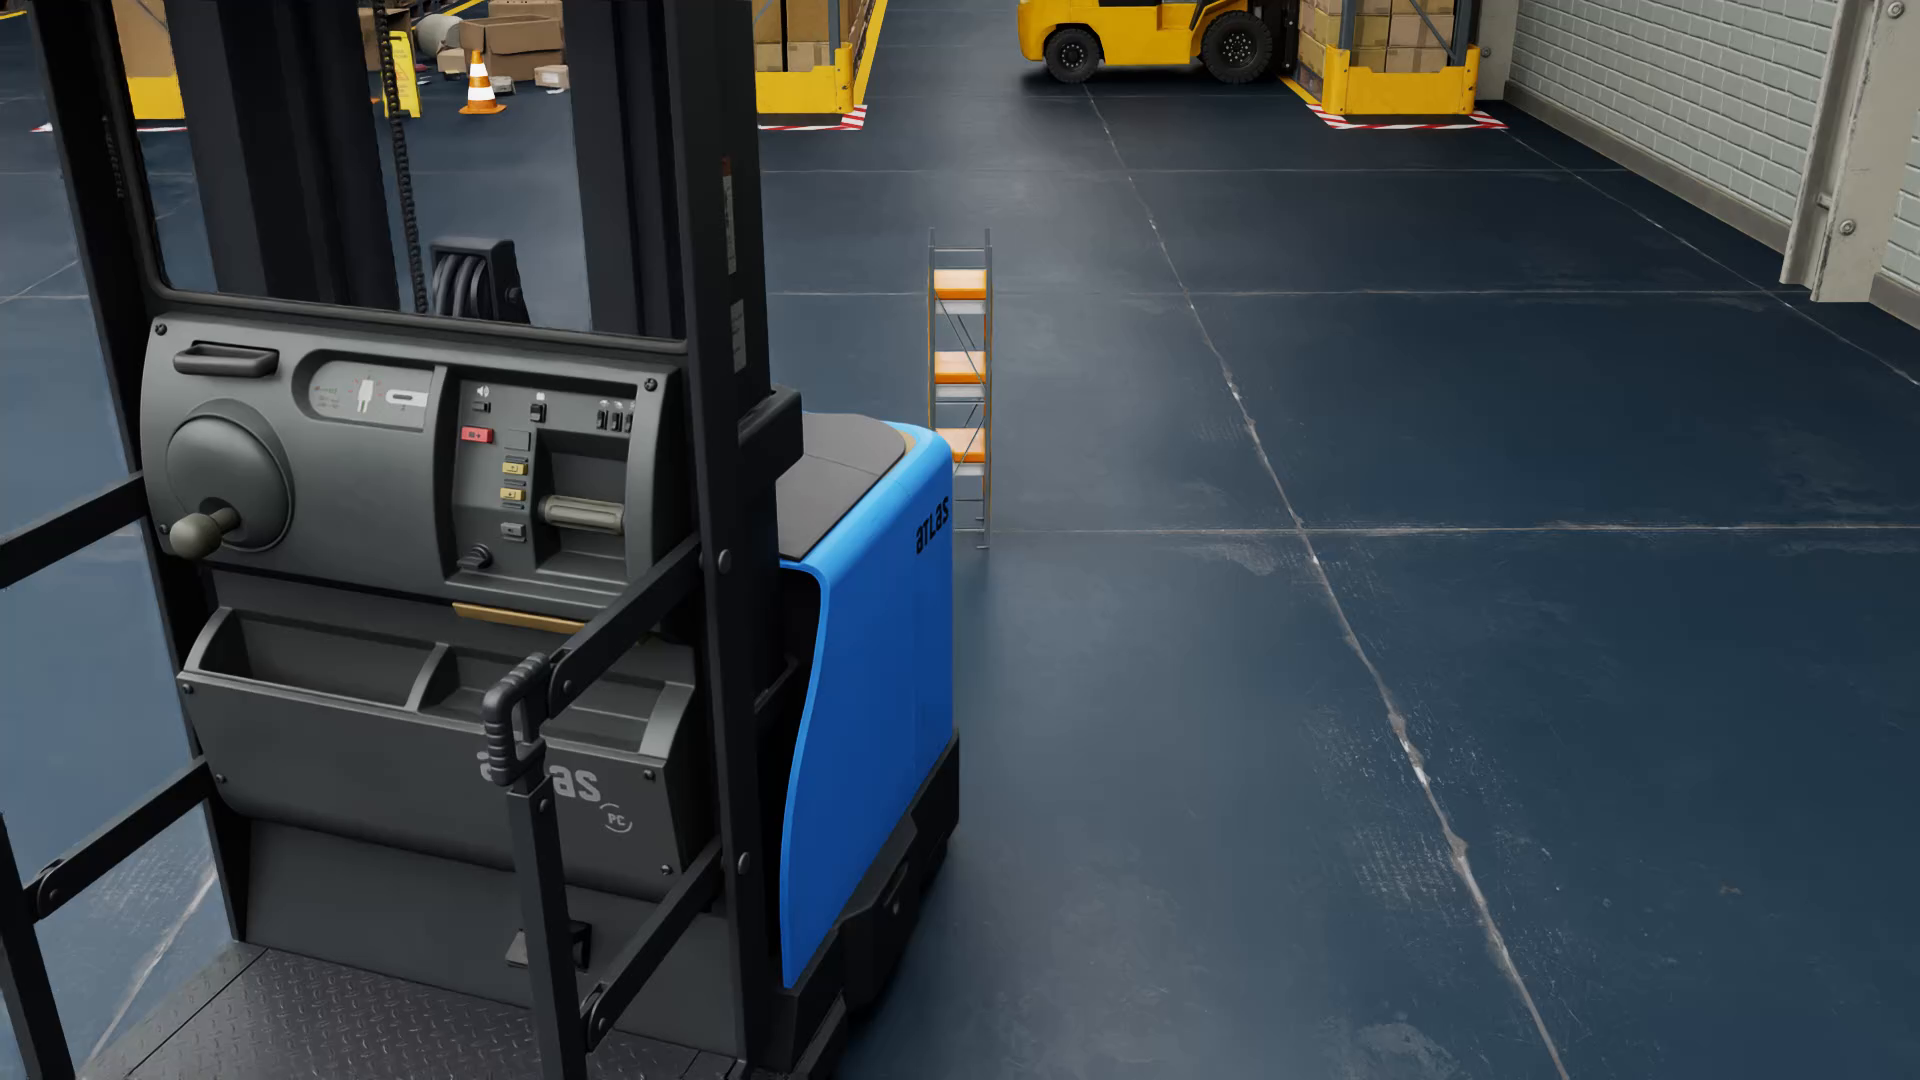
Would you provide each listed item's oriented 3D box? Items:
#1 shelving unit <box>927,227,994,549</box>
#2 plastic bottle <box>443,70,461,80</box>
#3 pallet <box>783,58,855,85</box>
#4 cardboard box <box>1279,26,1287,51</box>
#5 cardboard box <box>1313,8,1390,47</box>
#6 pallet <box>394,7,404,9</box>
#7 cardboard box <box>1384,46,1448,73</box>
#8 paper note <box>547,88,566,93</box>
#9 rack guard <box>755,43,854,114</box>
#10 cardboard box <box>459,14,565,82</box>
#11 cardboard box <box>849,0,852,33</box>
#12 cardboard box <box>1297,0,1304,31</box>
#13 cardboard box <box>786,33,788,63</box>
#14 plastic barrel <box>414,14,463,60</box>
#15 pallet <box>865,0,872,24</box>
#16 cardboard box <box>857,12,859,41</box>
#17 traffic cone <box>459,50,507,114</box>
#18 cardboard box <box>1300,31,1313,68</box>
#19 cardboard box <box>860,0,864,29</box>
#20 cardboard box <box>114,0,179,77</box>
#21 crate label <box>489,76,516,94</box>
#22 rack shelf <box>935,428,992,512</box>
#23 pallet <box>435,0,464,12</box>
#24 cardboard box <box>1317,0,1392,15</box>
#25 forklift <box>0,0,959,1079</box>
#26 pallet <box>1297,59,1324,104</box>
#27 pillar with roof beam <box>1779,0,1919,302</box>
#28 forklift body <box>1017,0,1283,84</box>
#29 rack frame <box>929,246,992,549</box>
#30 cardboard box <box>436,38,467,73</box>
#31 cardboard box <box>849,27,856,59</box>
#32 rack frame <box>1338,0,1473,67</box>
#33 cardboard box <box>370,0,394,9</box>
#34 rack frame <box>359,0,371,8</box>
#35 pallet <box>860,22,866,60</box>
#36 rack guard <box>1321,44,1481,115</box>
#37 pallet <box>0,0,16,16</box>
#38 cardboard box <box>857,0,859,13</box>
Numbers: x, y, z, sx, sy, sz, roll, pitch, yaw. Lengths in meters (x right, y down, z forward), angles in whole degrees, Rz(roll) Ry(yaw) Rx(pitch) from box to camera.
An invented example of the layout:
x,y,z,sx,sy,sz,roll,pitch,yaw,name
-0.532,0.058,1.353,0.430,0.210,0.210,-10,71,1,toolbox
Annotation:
x,y,z,sx,sy,sz,roll,pitch,yaw,name
-0.001,-0.500,5.582,0.215,1.050,0.252,0,24,-1,shelving unit
-4.554,-4.172,14.901,0.133,0.061,0.283,-9,26,-19,plastic bottle
-1.421,-3.906,14.131,1.003,0.211,1.213,0,24,-1,pallet
3.175,-4.590,15.087,0.500,0.250,0.500,1,24,1,cardboard box
3.199,-4.200,13.617,0.500,0.250,0.500,-1,24,-1,cardboard box
-6.523,-5.442,17.527,1.003,0.211,1.213,0,24,-1,pallet
3.707,-3.976,13.729,0.500,0.250,0.500,0,24,0,cardboard box
-3.447,-3.839,14.200,0.148,0.019,0.142,-9,26,-19,paper note
-1.447,-3.703,13.331,1.175,0.500,0.348,0,24,-1,rack guard
-3.997,-4.386,14.836,0.797,0.503,0.637,-19,31,-36,cardboard box
-1.190,-4.650,14.308,0.500,0.500,0.500,-1,24,-3,cardboard box
3.178,-4.619,14.544,0.500,0.250,0.500,-1,24,-2,cardboard box
-1.722,-4.295,14.433,0.500,0.250,0.500,0,24,0,cardboard box
-4.893,-4.761,15.762,0.512,0.421,0.421,19,30,35,plastic barrel
-1.516,-6.013,18.789,1.003,0.211,1.213,0,24,-1,pallet
-1.198,-4.726,15.387,0.500,0.250,0.500,0,24,0,cardboard box
-3.847,-3.681,13.328,0.336,0.463,0.334,0,24,-1,traffic cone
3.200,-4.170,14.158,0.500,0.250,0.500,0,24,-1,cardboard box
-1.215,-5.155,16.335,0.500,0.250,0.500,1,24,2,cardboard box
-6.469,-4.249,13.574,0.875,0.875,0.875,0,24,0,cardboard box
-3.918,-3.856,14.111,0.250,0.136,0.298,-14,28,-28,crate label
-0.001,-0.238,5.701,0.215,0.259,0.240,0,24,-1,rack shelf
-6.549,-6.448,19.750,1.003,0.211,1.213,0,24,-1,pallet
3.200,-4.417,13.490,0.500,0.250,0.500,1,24,1,cardboard box
-0.944,-0.095,2.403,1.130,2.935,3.031,8,25,16,forklift
3.467,-3.879,14.070,1.003,0.211,1.213,0,24,-1,pallet
0.171,-5.367,6.697,9.100,9.000,0.400,0,24,-1,pillar with roof beam
1.672,-5.221,14.684,2.313,2.155,1.214,0,24,-1,forklift body
0.001,-0.450,5.471,0.200,1.050,0.008,0,24,-1,rack frame
-4.578,-4.449,15.266,0.396,0.266,0.258,4,25,9,cardboard box
-1.177,-4.293,14.430,0.500,0.250,0.500,1,24,1,cardboard box
3.517,-4.835,12.800,1.000,3.000,0.127,0,24,-1,rack frame
-6.536,-5.817,17.192,1.050,0.750,0.750,0,24,-1,cardboard box
-6.439,-6.395,16.250,1.000,3.000,0.127,0,24,-1,rack frame
-1.448,-4.912,16.354,1.003,0.211,1.213,0,24,-1,pallet
3.517,-3.686,13.293,1.175,0.500,0.348,0,24,-1,rack guard
-11.426,-5.969,18.691,1.003,0.211,1.213,0,24,-1,pallet
-1.201,-5.077,15.252,0.500,0.500,0.500,1,24,2,cardboard box
